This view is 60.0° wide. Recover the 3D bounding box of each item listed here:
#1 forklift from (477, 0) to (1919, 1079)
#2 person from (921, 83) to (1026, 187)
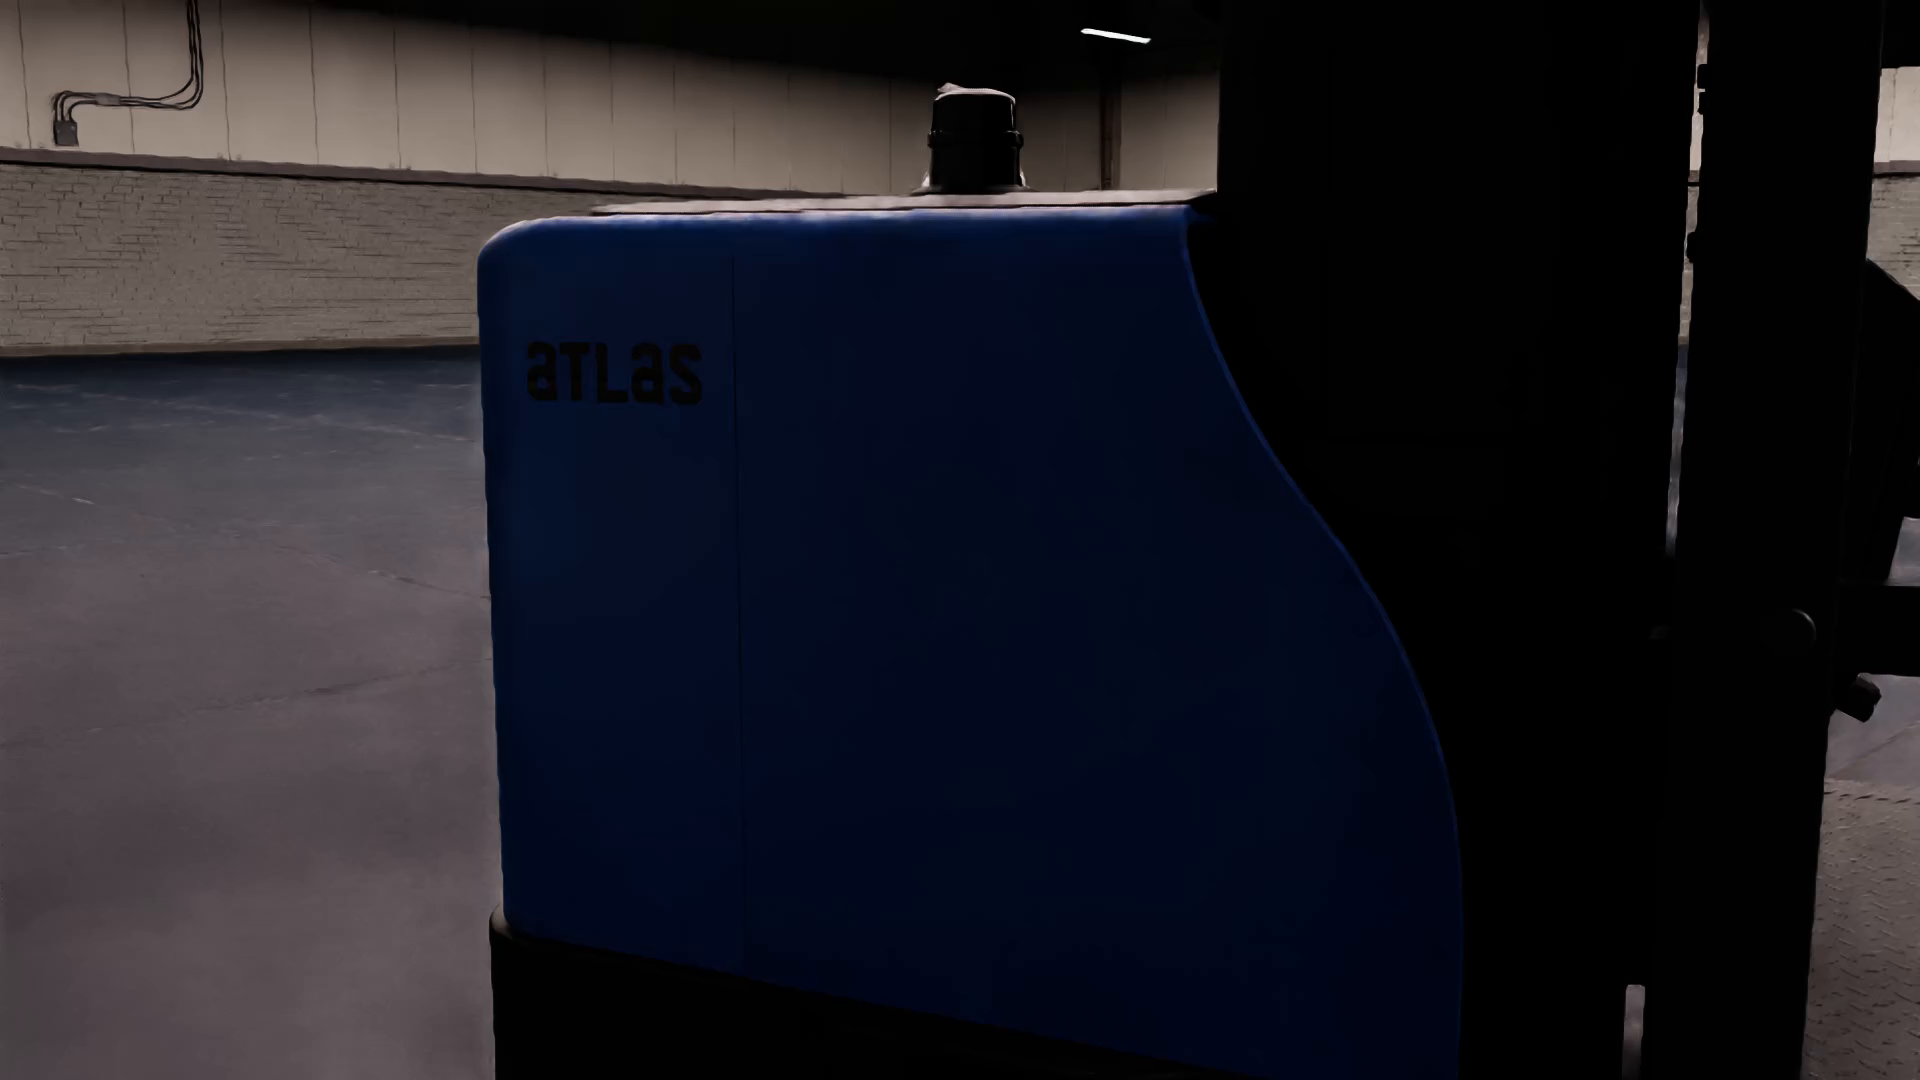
[{"bbox_3d":[1.038,-0.698,1.508,3.031,2.935,1.130,4,9,24],"label":"forklift"},{"bbox_3d":[-0.048,-0.898,6.645,0.574,1.781,0.640,8,12,43],"label":"person"}]
